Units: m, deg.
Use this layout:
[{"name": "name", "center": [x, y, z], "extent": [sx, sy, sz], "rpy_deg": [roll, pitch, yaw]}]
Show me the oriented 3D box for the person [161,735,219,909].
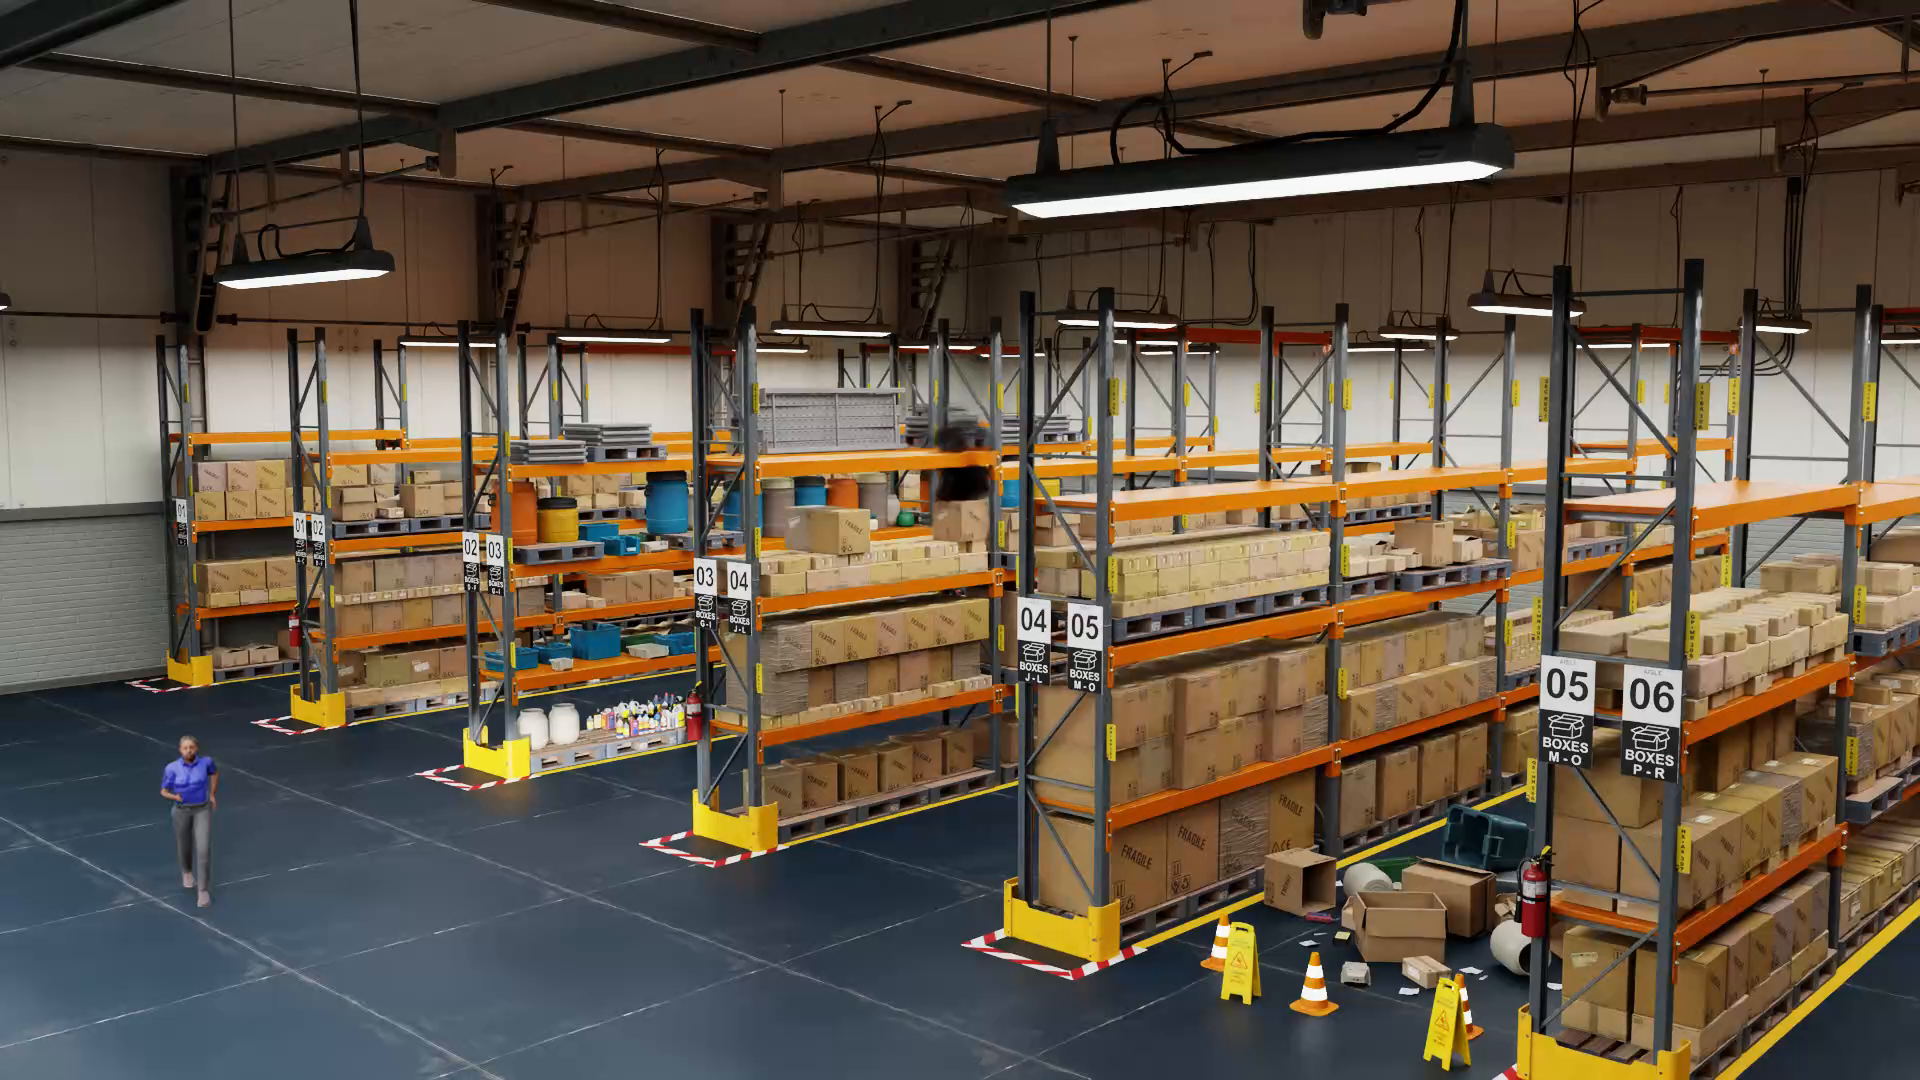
[{"name": "person", "center": [-7.714, 2.818, 16.697], "extent": [0.539, 1.574, 0.899], "rpy_deg": [-2, 6, -25]}]
